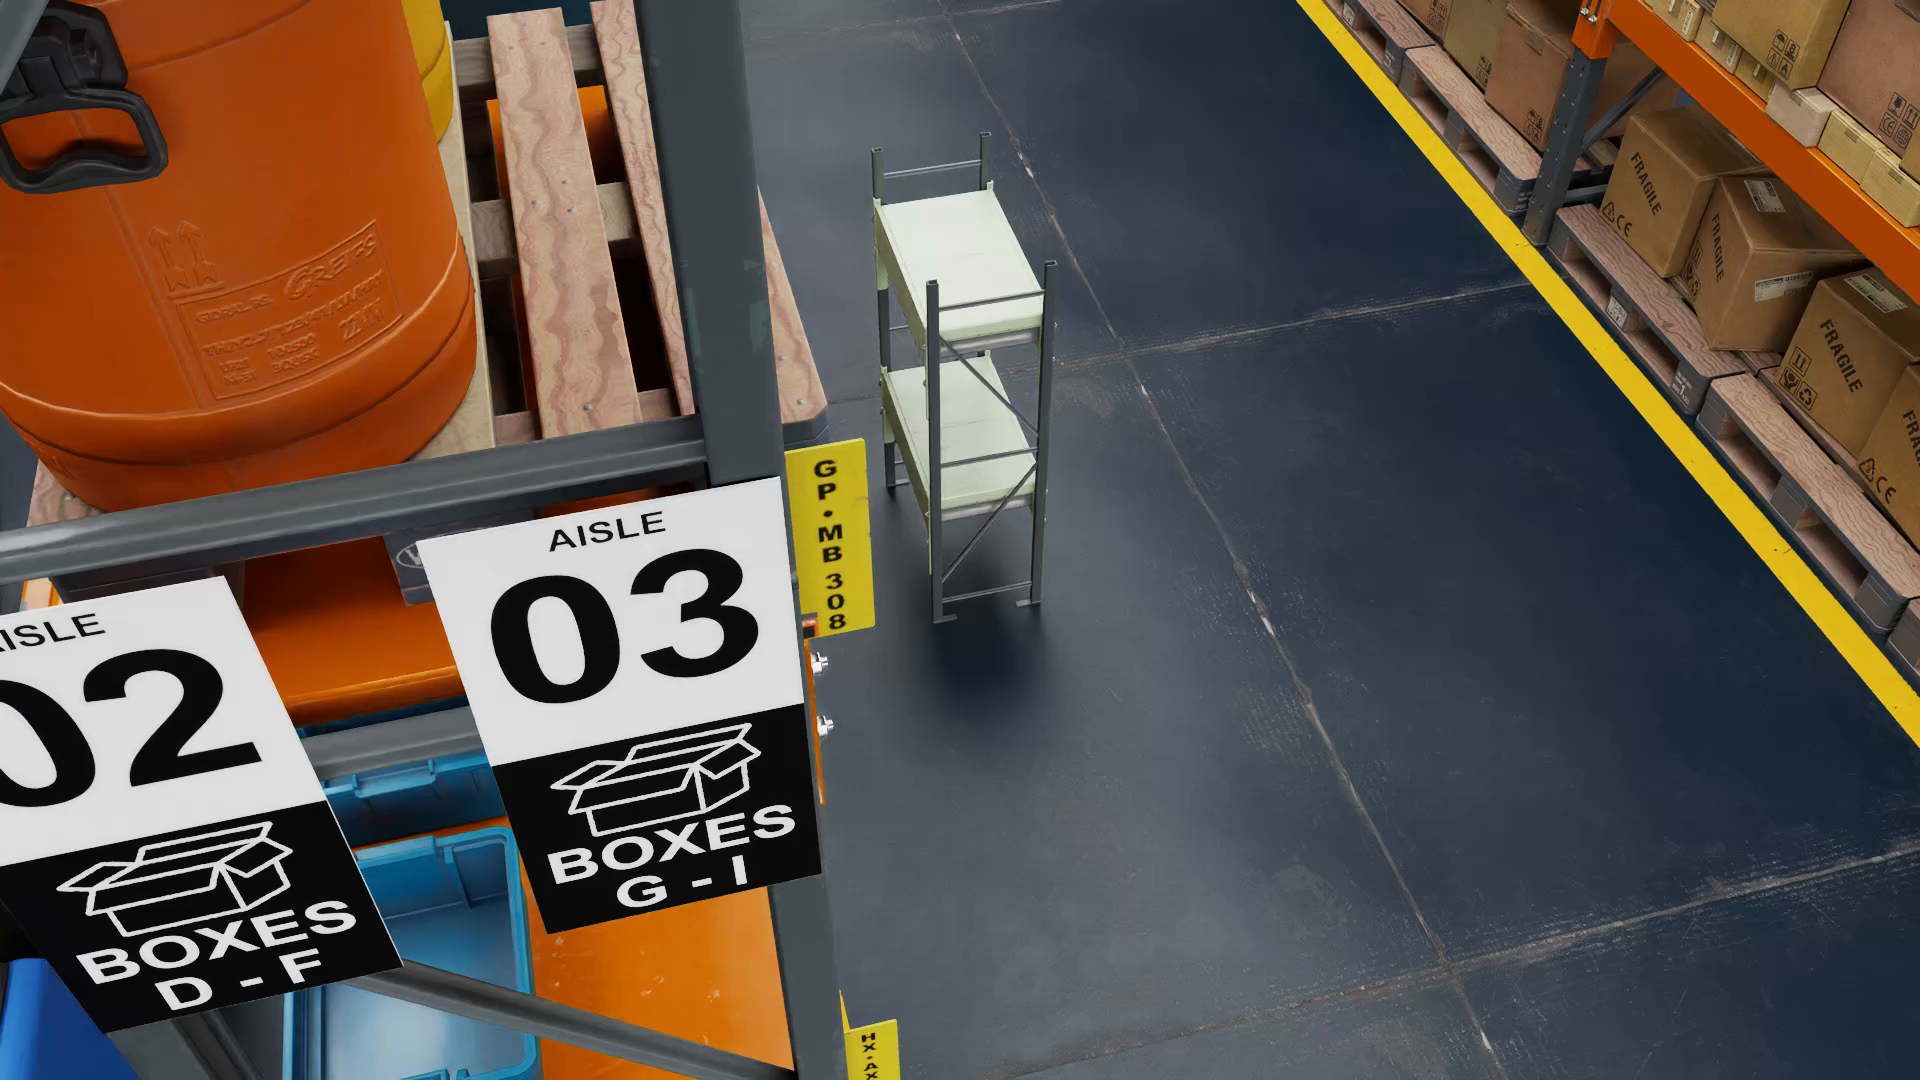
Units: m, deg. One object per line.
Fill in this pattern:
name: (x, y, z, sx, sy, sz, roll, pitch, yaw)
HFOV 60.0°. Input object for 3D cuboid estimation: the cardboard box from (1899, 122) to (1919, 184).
cardboard box: (3.535, -1.297, 5.143, 0.875, 0.500, 0.500, -11, 47, -10)

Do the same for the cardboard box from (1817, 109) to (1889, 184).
cardboard box: (3.180, -1.361, 5.660, 0.380, 0.149, 0.250, -11, 47, -10)

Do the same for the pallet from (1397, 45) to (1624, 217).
pallet: (2.871, -2.072, 8.133, 1.003, 0.211, 1.213, -11, 47, -10)

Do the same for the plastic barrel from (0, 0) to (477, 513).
plastic barrel: (-0.939, -0.503, 1.948, 0.600, 0.830, 0.708, -11, 47, -10)

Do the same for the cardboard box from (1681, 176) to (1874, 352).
cardboard box: (3.290, -1.106, 6.689, 0.500, 0.500, 0.500, 3, 46, 2)

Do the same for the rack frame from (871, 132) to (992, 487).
rack frame: (-0.092, -0.773, 5.957, 0.400, 1.500, 0.023, -11, 47, -10)

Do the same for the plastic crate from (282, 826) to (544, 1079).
plastic crate: (-1.109, 0.917, 3.355, 0.499, 0.251, 0.616, -11, 47, -10)

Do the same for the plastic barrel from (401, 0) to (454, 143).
plastic barrel: (-1.107, -0.870, 2.477, 0.600, 0.588, 0.600, 0, 46, 0)

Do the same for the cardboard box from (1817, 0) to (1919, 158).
cardboard box: (3.447, -1.650, 5.488, 0.875, 0.500, 0.500, -11, 47, -10)

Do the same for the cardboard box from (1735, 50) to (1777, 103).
cardboard box: (3.051, -1.706, 5.998, 0.380, 0.149, 0.250, -11, 47, -10)

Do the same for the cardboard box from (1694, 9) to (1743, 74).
cardboard box: (2.978, -1.877, 6.165, 0.380, 0.149, 0.250, -11, 47, -10)

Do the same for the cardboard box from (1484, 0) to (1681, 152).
cardboard box: (2.935, -2.218, 7.766, 0.700, 0.500, 0.500, -14, 47, -13)

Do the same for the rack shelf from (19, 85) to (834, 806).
rack shelf: (-1.204, -1.023, 3.556, 1.077, 0.370, 4.000, -11, 47, -10)

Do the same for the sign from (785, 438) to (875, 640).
sign: (-0.159, 0.006, 2.038, 0.100, 0.325, 0.005, -11, 47, -10)

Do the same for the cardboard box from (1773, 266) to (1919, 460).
cardboard box: (3.524, -0.691, 6.283, 0.500, 0.500, 0.500, -15, 47, -14)

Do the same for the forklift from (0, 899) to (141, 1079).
forklift: (-2.782, 0.271, 3.932, 1.130, 2.935, 3.031, -10, 46, -10)

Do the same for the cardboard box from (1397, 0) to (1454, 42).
cardboard box: (2.688, -2.937, 8.470, 0.700, 0.500, 0.500, -14, 47, -14)

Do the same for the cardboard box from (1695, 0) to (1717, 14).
cardboard box: (3.127, -2.328, 6.153, 0.875, 0.500, 0.500, -11, 47, -10)

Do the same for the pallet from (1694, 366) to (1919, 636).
pallet: (3.594, -0.234, 6.331, 1.003, 0.211, 1.213, -11, 47, -10)

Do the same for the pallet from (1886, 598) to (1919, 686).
pallet: (3.903, 0.607, 5.508, 1.003, 0.211, 1.213, -11, 47, -10)

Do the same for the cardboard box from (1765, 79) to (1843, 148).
cardboard box: (3.076, -1.526, 5.821, 0.380, 0.149, 0.250, -11, 47, -10)

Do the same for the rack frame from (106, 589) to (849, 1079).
rack frame: (-0.692, 1.156, 3.017, 1.000, 3.000, 0.127, -11, 47, -10)

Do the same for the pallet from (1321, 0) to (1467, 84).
pallet: (2.555, -2.916, 8.960, 1.003, 0.211, 1.213, -11, 47, -10)

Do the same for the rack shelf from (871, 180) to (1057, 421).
rack shelf: (0.002, -0.793, 5.431, 0.431, 0.370, 0.720, -11, 47, -10)

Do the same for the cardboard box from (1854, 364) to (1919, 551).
cardboard box: (3.624, -0.298, 5.898, 0.500, 0.500, 0.500, -7, 46, -7)

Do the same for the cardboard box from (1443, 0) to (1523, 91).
cardboard box: (2.832, -2.551, 8.092, 0.700, 0.500, 0.500, -11, 47, -11)

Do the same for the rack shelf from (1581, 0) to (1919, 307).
rack shelf: (3.584, -0.878, 5.514, 1.077, 0.370, 4.000, -11, 47, -10)

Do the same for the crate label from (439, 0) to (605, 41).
crate label: (-0.852, -1.194, 3.324, 0.502, 0.251, 0.408, -11, 47, -10)

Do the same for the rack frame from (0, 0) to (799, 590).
rack frame: (-0.692, -0.944, 0.874, 1.000, 3.000, 0.127, -11, 47, -10)

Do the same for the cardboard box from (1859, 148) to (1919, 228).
cardboard box: (3.233, -1.187, 5.488, 0.380, 0.149, 0.250, -11, 47, -10)

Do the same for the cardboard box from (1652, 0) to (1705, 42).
cardboard box: (2.888, -2.045, 6.330, 0.380, 0.149, 0.250, -11, 47, -10)

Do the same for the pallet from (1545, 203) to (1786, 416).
pallet: (3.278, -1.078, 7.158, 1.003, 0.211, 1.213, -11, 47, -10)

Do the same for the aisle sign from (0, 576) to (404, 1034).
aisle sign: (-0.961, 0.350, 1.986, 0.394, 0.787, 0.004, -11, 47, -10)

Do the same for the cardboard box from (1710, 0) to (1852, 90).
cardboard box: (3.221, -1.977, 5.809, 0.875, 0.500, 0.500, -11, 47, -10)

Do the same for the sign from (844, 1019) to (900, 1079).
sign: (-0.159, 0.962, 3.013, 0.100, 0.325, 0.005, -11, 47, -10)

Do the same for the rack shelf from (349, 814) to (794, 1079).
rack shelf: (-1.204, 0.027, 4.627, 1.077, 0.370, 4.000, -11, 47, -10)

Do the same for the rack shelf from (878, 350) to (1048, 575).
rack shelf: (0.002, -0.292, 5.943, 0.431, 0.370, 0.720, -11, 47, -10)

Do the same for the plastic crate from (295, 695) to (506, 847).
plastic crate: (-1.270, 0.468, 3.795, 0.499, 0.251, 0.408, -11, 47, -10)

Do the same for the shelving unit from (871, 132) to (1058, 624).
shelving unit: (0.002, -0.520, 5.710, 0.431, 1.500, 0.755, -11, 47, -10)

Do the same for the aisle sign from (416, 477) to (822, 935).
aisle sign: (-0.390, 0.242, 2.092, 0.394, 0.787, 0.004, -11, 47, -10)

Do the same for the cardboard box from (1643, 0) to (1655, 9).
cardboard box: (2.836, -2.220, 6.501, 0.380, 0.149, 0.250, -11, 47, -10)

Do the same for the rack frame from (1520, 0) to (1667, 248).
rack frame: (3.072, -2.511, 6.611, 1.000, 3.000, 0.127, -11, 47, -10)

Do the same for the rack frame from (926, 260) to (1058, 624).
rack frame: (0.095, -0.268, 5.462, 0.400, 1.500, 0.023, -11, 47, -10)

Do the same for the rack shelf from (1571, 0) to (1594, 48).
rack shelf: (2.560, -3.640, 8.221, 1.077, 0.370, 4.000, -11, 47, -10)

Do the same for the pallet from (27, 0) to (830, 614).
pallet: (-0.809, -0.417, 2.590, 1.003, 0.211, 1.213, -11, 47, -10)

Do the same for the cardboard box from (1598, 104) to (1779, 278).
cardboard box: (3.136, -1.500, 7.076, 0.500, 0.500, 0.500, -12, 47, -12)
